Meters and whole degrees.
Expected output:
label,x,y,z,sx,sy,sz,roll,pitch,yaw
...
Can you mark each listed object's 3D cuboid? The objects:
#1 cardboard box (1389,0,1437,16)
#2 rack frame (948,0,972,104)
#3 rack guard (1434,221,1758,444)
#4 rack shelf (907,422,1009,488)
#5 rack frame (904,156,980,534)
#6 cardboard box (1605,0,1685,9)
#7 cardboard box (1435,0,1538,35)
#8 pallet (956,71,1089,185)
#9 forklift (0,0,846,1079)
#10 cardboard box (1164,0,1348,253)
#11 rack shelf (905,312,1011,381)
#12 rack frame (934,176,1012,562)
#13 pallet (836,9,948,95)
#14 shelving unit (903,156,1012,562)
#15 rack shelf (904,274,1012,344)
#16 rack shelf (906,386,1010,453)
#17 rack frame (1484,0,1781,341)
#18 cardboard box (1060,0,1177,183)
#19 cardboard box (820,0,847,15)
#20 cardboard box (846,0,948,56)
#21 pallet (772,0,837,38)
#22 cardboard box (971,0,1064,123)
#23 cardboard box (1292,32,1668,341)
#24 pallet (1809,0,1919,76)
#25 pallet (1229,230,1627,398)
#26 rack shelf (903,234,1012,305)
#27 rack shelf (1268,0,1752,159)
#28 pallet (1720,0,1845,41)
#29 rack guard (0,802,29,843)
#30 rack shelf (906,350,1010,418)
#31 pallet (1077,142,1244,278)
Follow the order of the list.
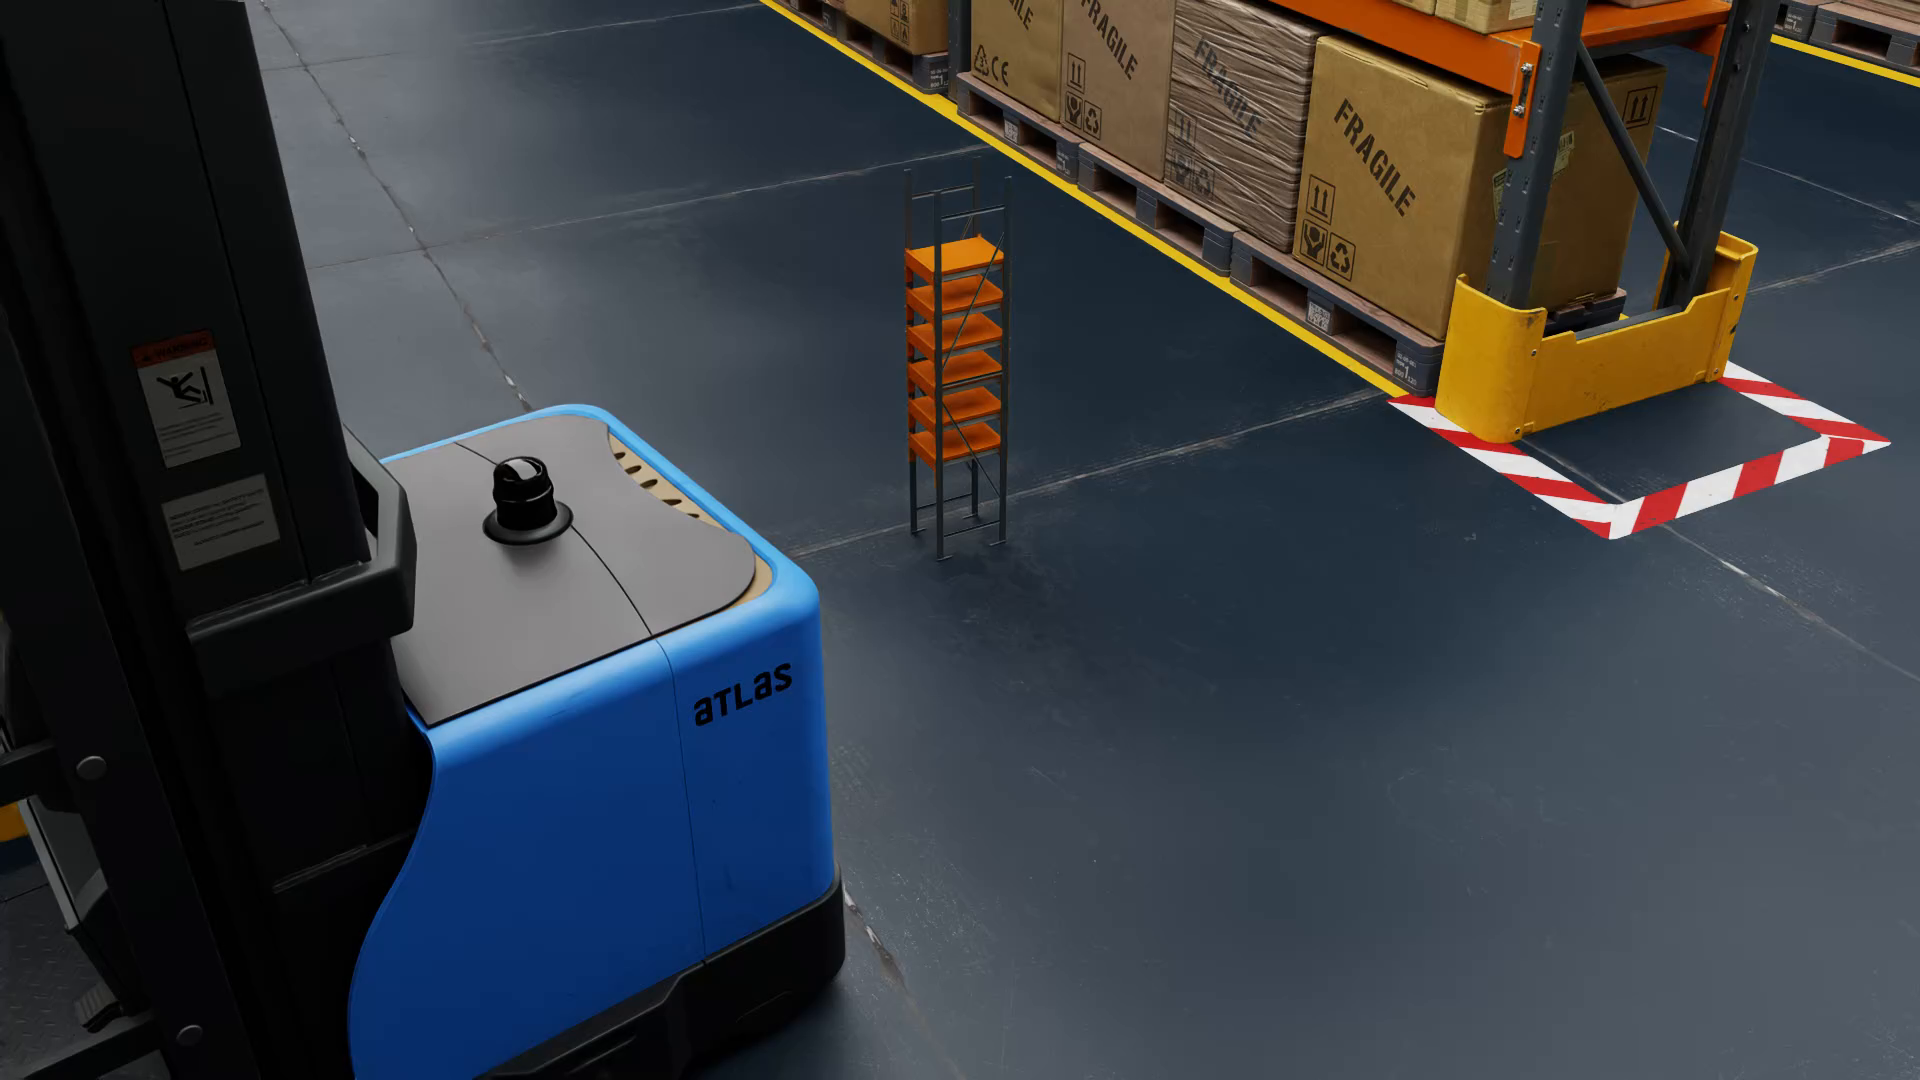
label,x,y,z,sx,sy,sz,roll,pitch,yaw
cardboard box,1.692,-1.929,5.713,0.380,0.149,0.250,-15,36,-23
rack frame,0.407,-3.733,8.296,1.000,3.000,0.127,-16,36,-23
rack guard,2.283,-0.760,5.972,1.175,0.500,0.348,-16,36,-23
rack shelf,-0.007,-0.273,5.091,0.258,0.103,0.180,-16,36,-23
rack frame,-0.049,-0.556,5.005,0.240,1.200,0.006,-16,36,-23
cardboard box,2.398,-1.970,5.778,0.380,0.149,0.250,-15,36,-23
cardboard box,1.814,-1.805,5.520,0.380,0.149,0.250,-15,36,-22
pallet,0.692,-2.176,8.451,1.003,0.211,1.213,-16,36,-23
forklift,-1.734,0.026,2.492,3.031,2.935,1.130,-22,39,-31
cardboard box,1.478,-1.825,6.899,0.875,0.875,0.875,-16,36,-23
rack shelf,-0.007,-0.576,4.896,0.258,0.103,0.180,-16,36,-23
rack frame,0.036,-0.468,4.869,0.240,1.200,0.006,-16,36,-23
pallet,-0.020,-2.908,9.593,1.003,0.211,1.213,-16,36,-23
shelving unit,-0.007,-0.512,4.937,0.258,1.200,0.189,-16,36,-23
rack shelf,-0.007,-0.677,4.832,0.258,0.103,0.180,-16,36,-23
rack shelf,-0.007,-0.374,5.026,0.258,0.103,0.180,-16,36,-23
rack frame,2.272,-1.824,5.316,1.000,3.000,0.127,-16,36,-23
cardboard box,1.063,-2.250,7.562,0.875,0.875,0.875,-16,36,-23
cardboard box,-0.327,-3.741,9.890,1.225,0.875,0.875,-17,36,-25
cardboard box,0.090,-3.315,9.224,1.225,0.875,0.875,-16,36,-23
pallet,-0.593,-3.491,10.503,1.003,0.211,1.213,-16,36,-23
cardboard box,0.644,-2.680,8.232,0.875,0.875,0.875,-16,36,-23
cardboard box,1.902,-1.391,6.221,0.875,0.875,0.875,-16,36,-23
pallet,5.738,-2.880,9.550,1.003,0.211,1.213,-16,36,-23
pallet,1.830,-1.011,6.633,1.003,0.211,1.213,-16,36,-23
rack shelf,-0.007,-0.778,4.767,0.258,0.103,0.180,-16,36,-23
rack shelf,1.339,-2.475,7.000,1.077,0.370,4.000,-16,36,-23
pallet,5.165,-3.463,10.460,1.003,0.211,1.213,-16,36,-23
rack guard,-2.199,0.392,4.175,1.175,0.500,0.348,-16,36,-23
rack shelf,-0.007,-0.475,4.961,0.258,0.103,0.180,-16,36,-23
pallet,1.265,-1.593,7.541,1.003,0.211,1.213,-16,36,-23
